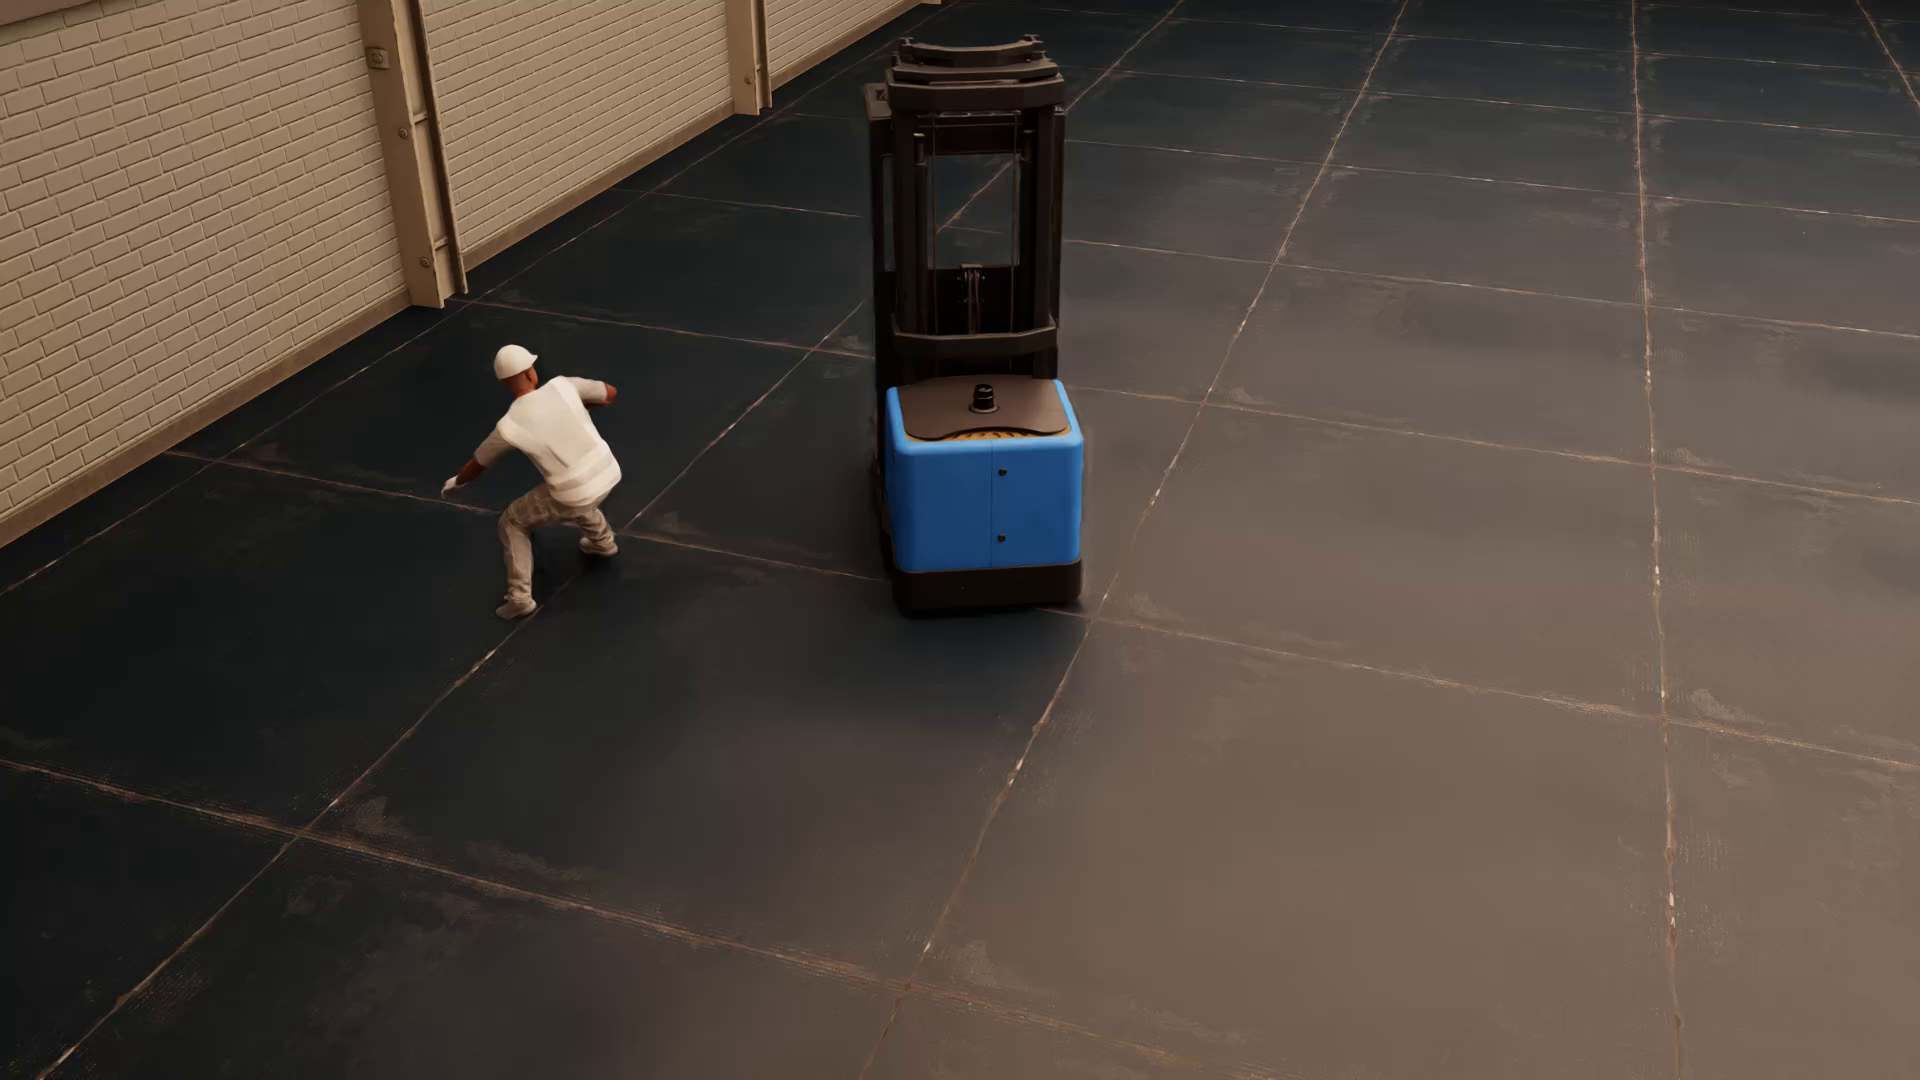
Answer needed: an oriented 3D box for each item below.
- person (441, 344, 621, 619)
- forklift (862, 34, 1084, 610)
[{"bbox_3d":[-2.357,-0.379,9.298,0.877,1.528,0.865,21,36,32],"label":"person"},{"bbox_3d":[0.013,-1.590,9.926,1.130,2.935,3.031,-3,30,-5],"label":"forklift"}]
